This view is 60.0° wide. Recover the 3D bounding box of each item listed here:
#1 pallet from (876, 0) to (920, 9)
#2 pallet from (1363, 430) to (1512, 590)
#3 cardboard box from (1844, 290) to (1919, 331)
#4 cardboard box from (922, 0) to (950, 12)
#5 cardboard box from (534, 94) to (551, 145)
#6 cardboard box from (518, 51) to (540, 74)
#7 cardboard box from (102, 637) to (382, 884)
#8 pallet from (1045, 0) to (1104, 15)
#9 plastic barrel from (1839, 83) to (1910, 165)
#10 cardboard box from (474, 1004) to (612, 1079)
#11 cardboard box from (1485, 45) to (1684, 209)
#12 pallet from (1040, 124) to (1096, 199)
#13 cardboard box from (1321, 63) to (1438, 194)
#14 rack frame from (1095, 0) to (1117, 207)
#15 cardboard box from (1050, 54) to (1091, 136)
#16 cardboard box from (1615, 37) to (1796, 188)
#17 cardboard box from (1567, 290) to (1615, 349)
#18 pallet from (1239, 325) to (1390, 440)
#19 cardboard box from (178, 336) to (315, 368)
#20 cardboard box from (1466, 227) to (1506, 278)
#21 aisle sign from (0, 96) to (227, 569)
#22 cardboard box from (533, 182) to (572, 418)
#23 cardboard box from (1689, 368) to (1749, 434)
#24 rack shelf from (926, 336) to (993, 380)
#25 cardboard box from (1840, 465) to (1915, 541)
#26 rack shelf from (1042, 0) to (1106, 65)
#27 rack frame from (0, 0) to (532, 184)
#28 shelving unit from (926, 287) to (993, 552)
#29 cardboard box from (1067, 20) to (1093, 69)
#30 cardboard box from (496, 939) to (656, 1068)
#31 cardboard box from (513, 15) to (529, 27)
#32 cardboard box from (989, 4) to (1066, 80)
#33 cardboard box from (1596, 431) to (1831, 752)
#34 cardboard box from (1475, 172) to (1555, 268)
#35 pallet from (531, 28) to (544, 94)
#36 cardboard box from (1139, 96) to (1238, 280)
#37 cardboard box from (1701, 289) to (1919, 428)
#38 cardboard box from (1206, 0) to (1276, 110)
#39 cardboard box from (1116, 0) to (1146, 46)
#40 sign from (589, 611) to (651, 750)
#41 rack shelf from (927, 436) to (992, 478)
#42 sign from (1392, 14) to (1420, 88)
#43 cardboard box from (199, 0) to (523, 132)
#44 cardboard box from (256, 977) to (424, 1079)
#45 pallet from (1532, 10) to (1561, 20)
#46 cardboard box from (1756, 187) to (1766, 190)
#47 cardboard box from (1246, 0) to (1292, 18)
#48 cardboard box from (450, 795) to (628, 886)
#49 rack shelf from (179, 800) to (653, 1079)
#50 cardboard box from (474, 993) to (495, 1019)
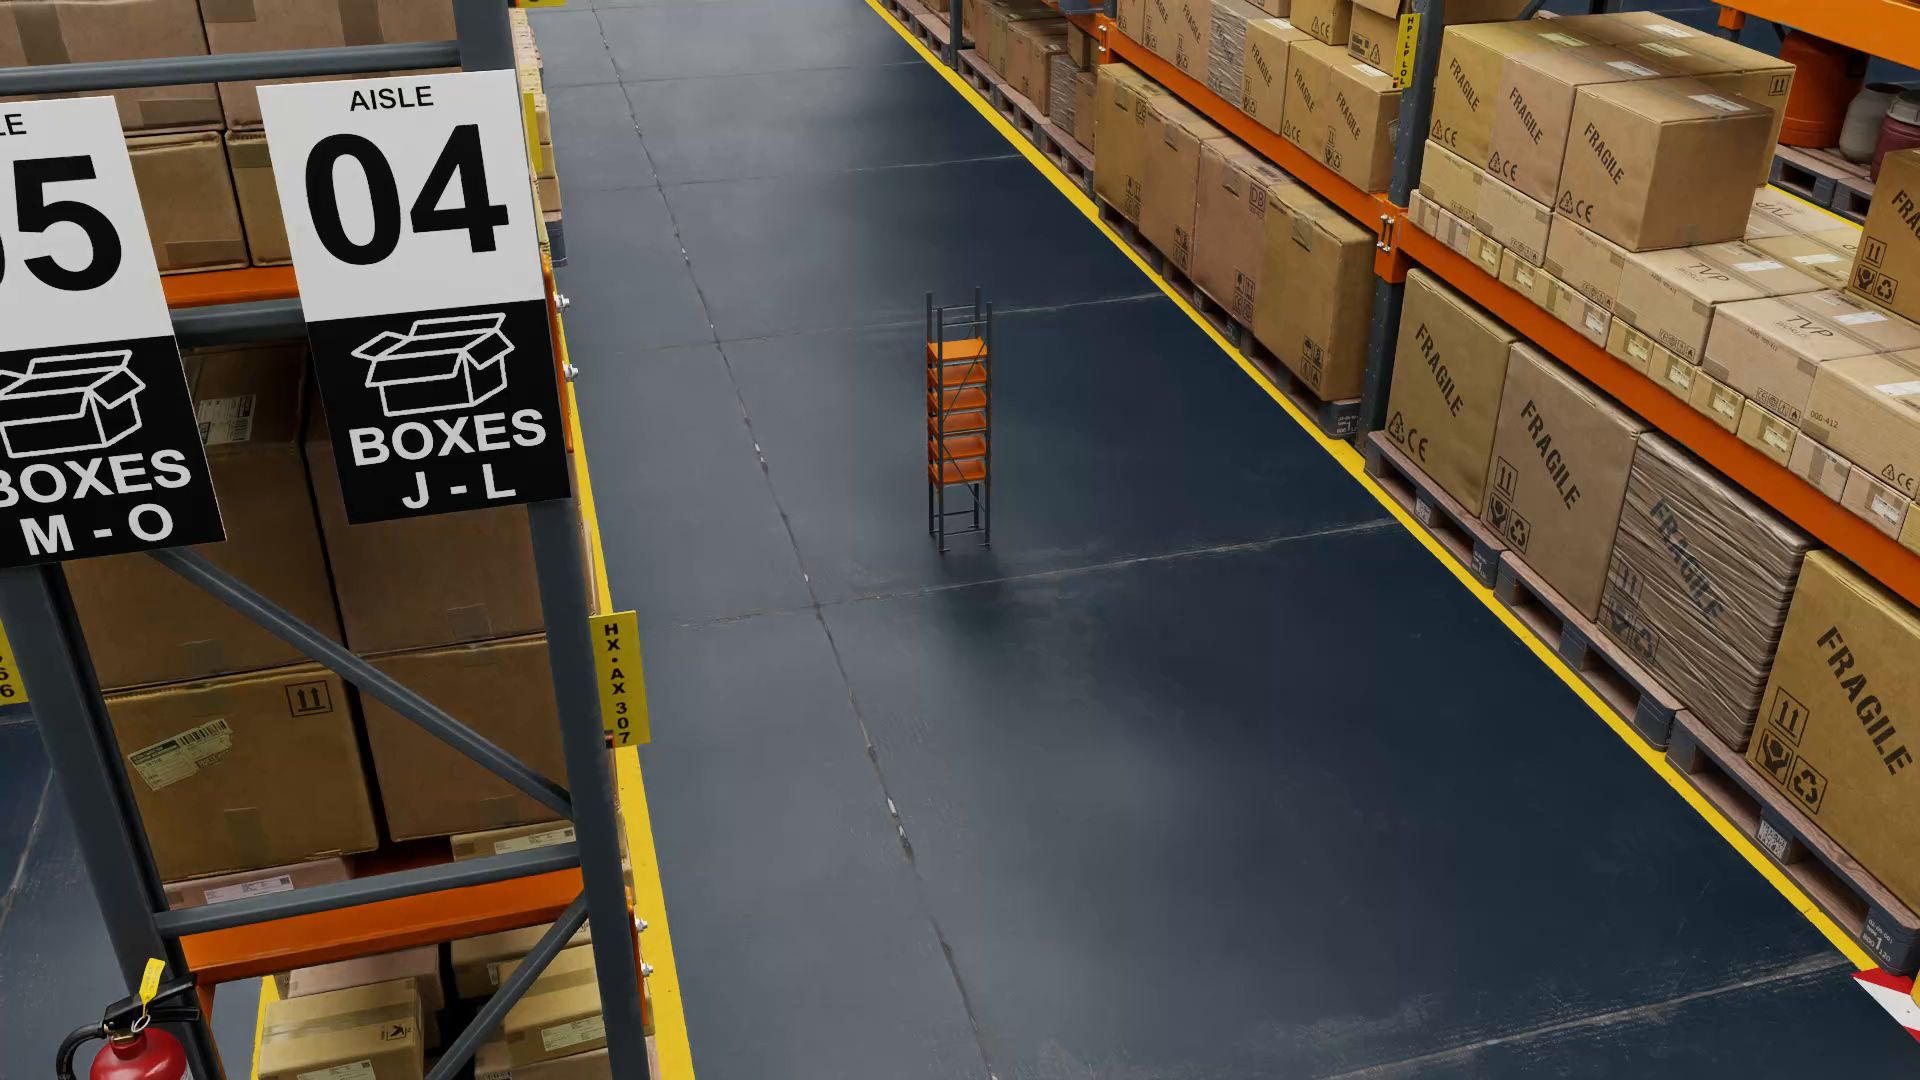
[{"bbox_3d":[-0.455,-5.962,17.839,1.003,0.211,1.213,-8,31,-13],"label":"pallet"},{"bbox_3d":[2.655,-0.222,7.923,1.003,0.211,1.213,-8,31,-13],"label":"pallet"},{"bbox_3d":[3.449,-0.700,5.817,0.500,0.250,0.500,-9,31,-15],"label":"cardboard box"},{"bbox_3d":[-0.063,-5.534,16.393,0.500,0.500,0.500,-11,32,-18],"label":"cardboard box"},{"bbox_3d":[-1.942,-1.778,7.065,0.380,0.149,0.250,-6,31,-11],"label":"cardboard box"},{"bbox_3d":[-2.151,-2.157,7.720,0.380,0.149,0.250,-8,31,-14],"label":"cardboard box"},{"bbox_3d":[-1.586,0.381,3.700,0.500,0.500,0.500,-7,31,-12],"label":"cardboard box"},{"bbox_3d":[1.175,-3.986,11.833,1.213,0.211,1.003,-8,31,-13],"label":"pallet"},{"bbox_3d":[6.624,-3.007,12.016,0.421,0.512,0.421,0,30,0],"label":"plastic barrel"},{"bbox_3d":[-1.110,1.372,4.515,0.380,0.149,0.250,-7,31,-11],"label":"cardboard box"},{"bbox_3d":[2.532,-1.691,6.781,0.500,0.500,0.500,-8,31,-13],"label":"cardboard box"},{"bbox_3d":[1.261,-2.909,12.566,1.003,0.211,1.213,-8,31,-13],"label":"pallet"},{"bbox_3d":[2.141,-2.039,8.179,0.500,0.500,0.500,-8,31,-13],"label":"cardboard box"},{"bbox_3d":[1.467,-3.739,11.215,1.000,3.000,0.127,-8,31,-13],"label":"rack frame"},{"bbox_3d":[1.110,-3.434,12.745,0.700,0.500,0.500,-10,32,-17],"label":"cardboard box"},{"bbox_3d":[3.037,-1.766,6.911,0.500,0.500,0.500,-8,31,-13],"label":"cardboard box"},{"bbox_3d":[2.631,-0.885,6.535,0.380,0.149,0.250,-7,31,-13],"label":"cardboard box"},{"bbox_3d":[2.251,-0.962,9.202,1.003,0.211,1.213,-8,31,-13],"label":"pallet"},{"bbox_3d":[-1.715,-0.301,3.882,0.500,0.500,0.500,-9,31,-15],"label":"cardboard box"},{"bbox_3d":[2.426,-1.257,7.178,0.380,0.149,0.250,-7,31,-12],"label":"cardboard box"},{"bbox_3d":[-1.489,-0.314,2.703,0.394,0.787,0.004,-8,31,-13],"label":"aisle sign"},{"bbox_3d":[-1.339,-0.618,4.429,0.500,0.500,0.500,-9,31,-14],"label":"cardboard box"},{"bbox_3d":[2.836,-0.512,5.892,0.380,0.149,0.250,-8,31,-13],"label":"cardboard box"},{"bbox_3d":[-0.004,-0.799,7.303,0.258,0.103,0.180,-8,31,-13],"label":"rack shelf"},{"bbox_3d":[3.041,-0.142,5.251,0.380,0.149,0.250,-8,31,-13],"label":"cardboard box"},{"bbox_3d":[0.936,-4.393,13.064,1.077,0.370,4.000,-8,31,-13],"label":"rack shelf"},{"bbox_3d":[-1.219,-1.860,1.981,1.000,3.000,0.127,-8,31,-13],"label":"rack frame"},{"bbox_3d":[-0.004,-0.526,7.462,0.258,1.200,0.189,-8,31,-13],"label":"shelving unit"},{"bbox_3d":[1.109,-3.746,12.535,0.500,0.250,0.500,-4,30,-8],"label":"cardboard box"},{"bbox_3d":[-1.030,1.232,4.459,0.380,0.149,0.250,-9,31,-16],"label":"cardboard box"},{"bbox_3d":[-2.361,-2.532,8.368,0.380,0.149,0.250,-7,31,-12],"label":"cardboard box"},{"bbox_3d":[0.656,-4.247,14.149,0.700,0.500,0.500,-8,31,-14],"label":"cardboard box"},{"bbox_3d":[3.101,0.125,6.241,0.875,0.875,0.875,-8,31,-13],"label":"cardboard box"},{"bbox_3d":[2.528,-1.368,6.972,0.500,0.250,0.500,-8,31,-14],"label":"cardboard box"},{"bbox_3d":[-3.050,-2.715,9.638,1.213,0.211,1.003,-8,31,-13],"label":"pallet"},{"bbox_3d":[1.859,-2.233,10.316,1.225,0.875,0.875,-8,31,-13],"label":"cardboard box"},{"bbox_3d":[2.936,-0.628,5.694,0.500,0.250,0.500,-9,31,-15],"label":"cardboard box"},{"bbox_3d":[1.743,-2.773,9.447,0.500,0.500,0.500,-8,31,-13],"label":"cardboard box"},{"bbox_3d":[1.333,-3.511,10.722,0.500,0.500,0.500,-7,31,-12],"label":"cardboard box"},{"bbox_3d":[-0.696,0.289,3.392,0.100,0.325,0.005,-8,31,-13],"label":"sign"},{"bbox_3d":[-0.004,-0.384,7.544,0.258,0.103,0.180,-8,31,-13],"label":"rack shelf"},{"bbox_3d":[2.008,-2.197,7.474,0.100,0.325,0.005,-8,31,-13],"label":"sign"},{"bbox_3d":[-1.088,-0.965,3.079,0.500,0.250,0.500,-7,31,-12],"label":"cardboard box"},{"bbox_3d":[-1.604,1.309,4.328,0.380,0.149,0.250,-7,31,-13],"label":"cardboard box"},{"bbox_3d":[5.426,-4.748,15.742,1.003,0.211,1.213,-8,31,-13],"label":"pallet"},{"bbox_3d":[3.038,-1.442,7.101,0.500,0.250,0.500,-7,31,-12],"label":"cardboard box"},{"bbox_3d":[2.000,-3.223,9.222,0.797,0.503,0.637,-7,31,-12],"label":"cardboard box"},{"bbox_3d":[-0.989,0.645,3.893,0.380,0.149,0.250,-8,31,-14],"label":"cardboard box"},{"bbox_3d":[-1.750,0.081,5.333,1.077,0.370,4.000,-8,31,-13],"label":"rack shelf"},{"bbox_3d":[-1.198,1.377,4.803,0.380,0.149,0.250,-8,31,-13],"label":"cardboard box"}]
